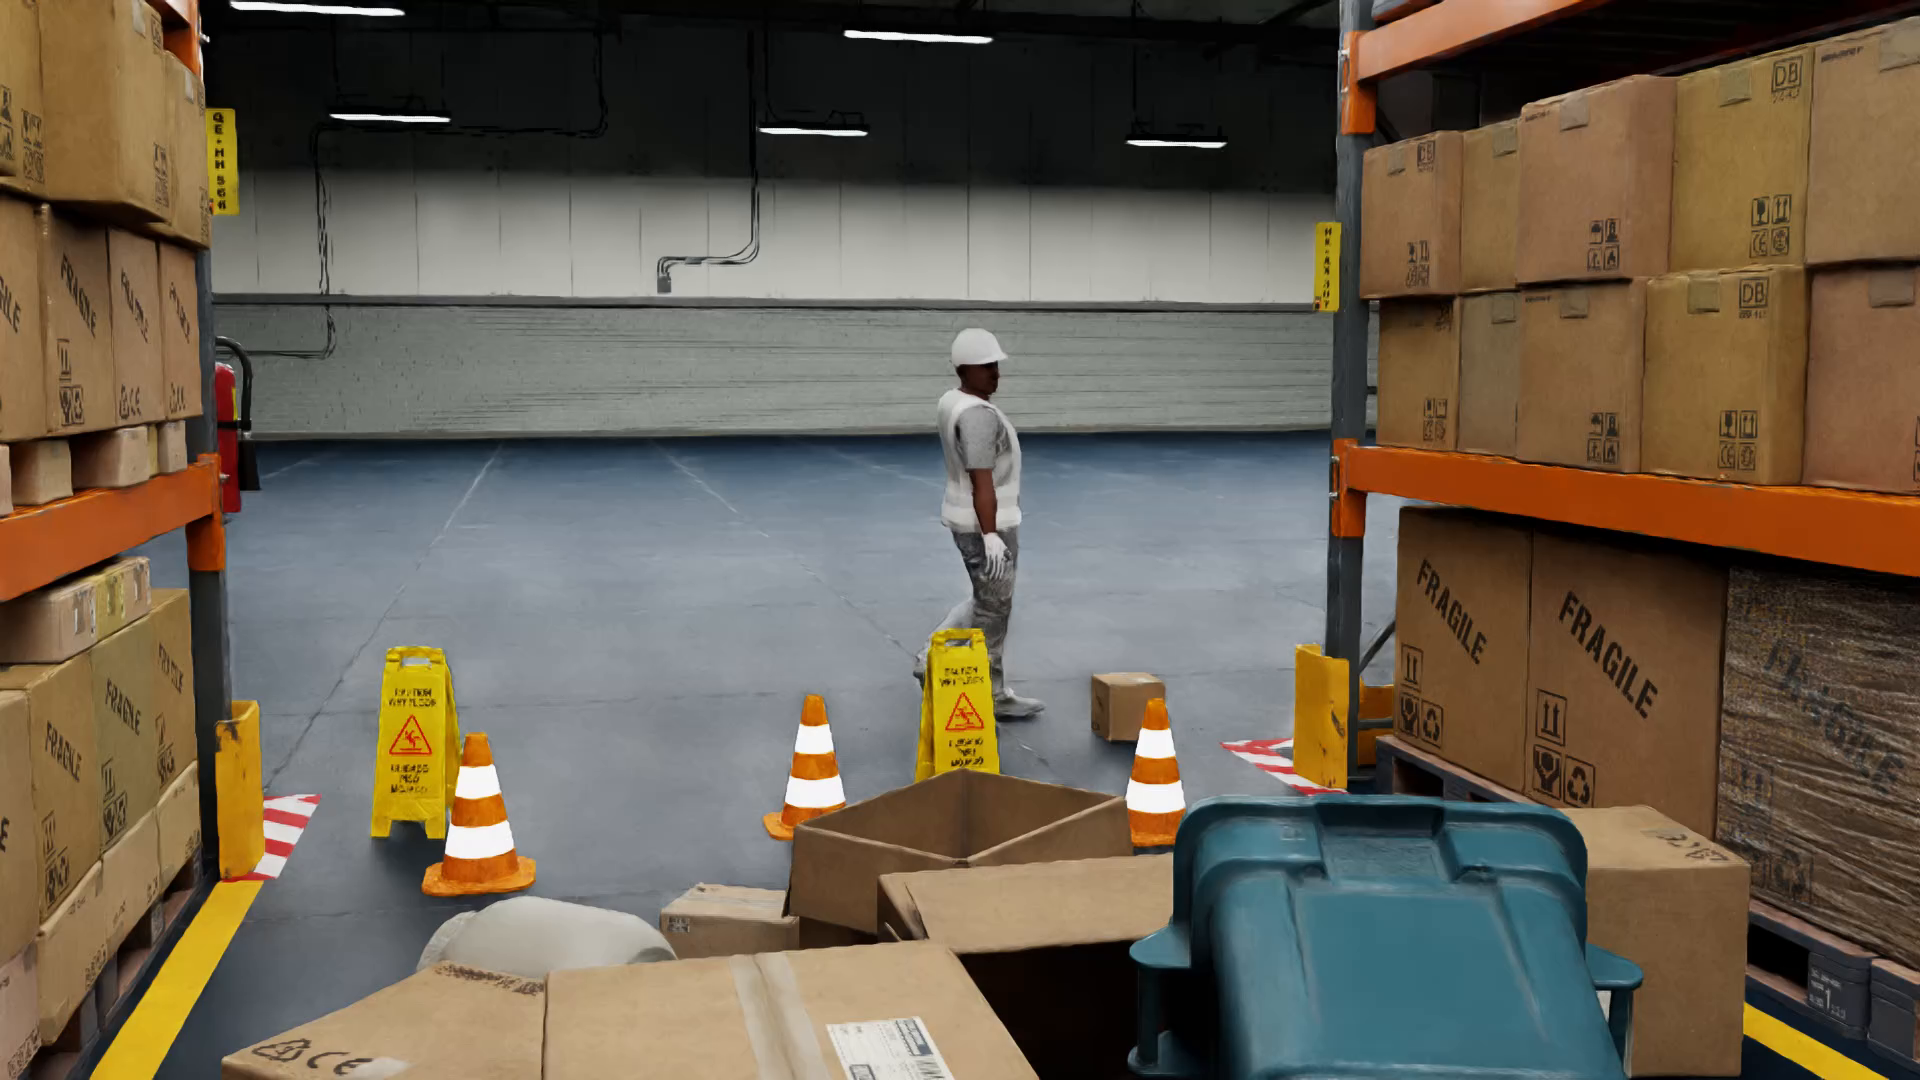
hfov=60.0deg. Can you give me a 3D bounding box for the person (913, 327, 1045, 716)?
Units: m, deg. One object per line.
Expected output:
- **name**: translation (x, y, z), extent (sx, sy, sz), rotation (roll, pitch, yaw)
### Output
- **person**: translation (0.093, -0.063, 7.459), extent (0.612, 1.761, 0.667), rotation (-1, 6, -13)
